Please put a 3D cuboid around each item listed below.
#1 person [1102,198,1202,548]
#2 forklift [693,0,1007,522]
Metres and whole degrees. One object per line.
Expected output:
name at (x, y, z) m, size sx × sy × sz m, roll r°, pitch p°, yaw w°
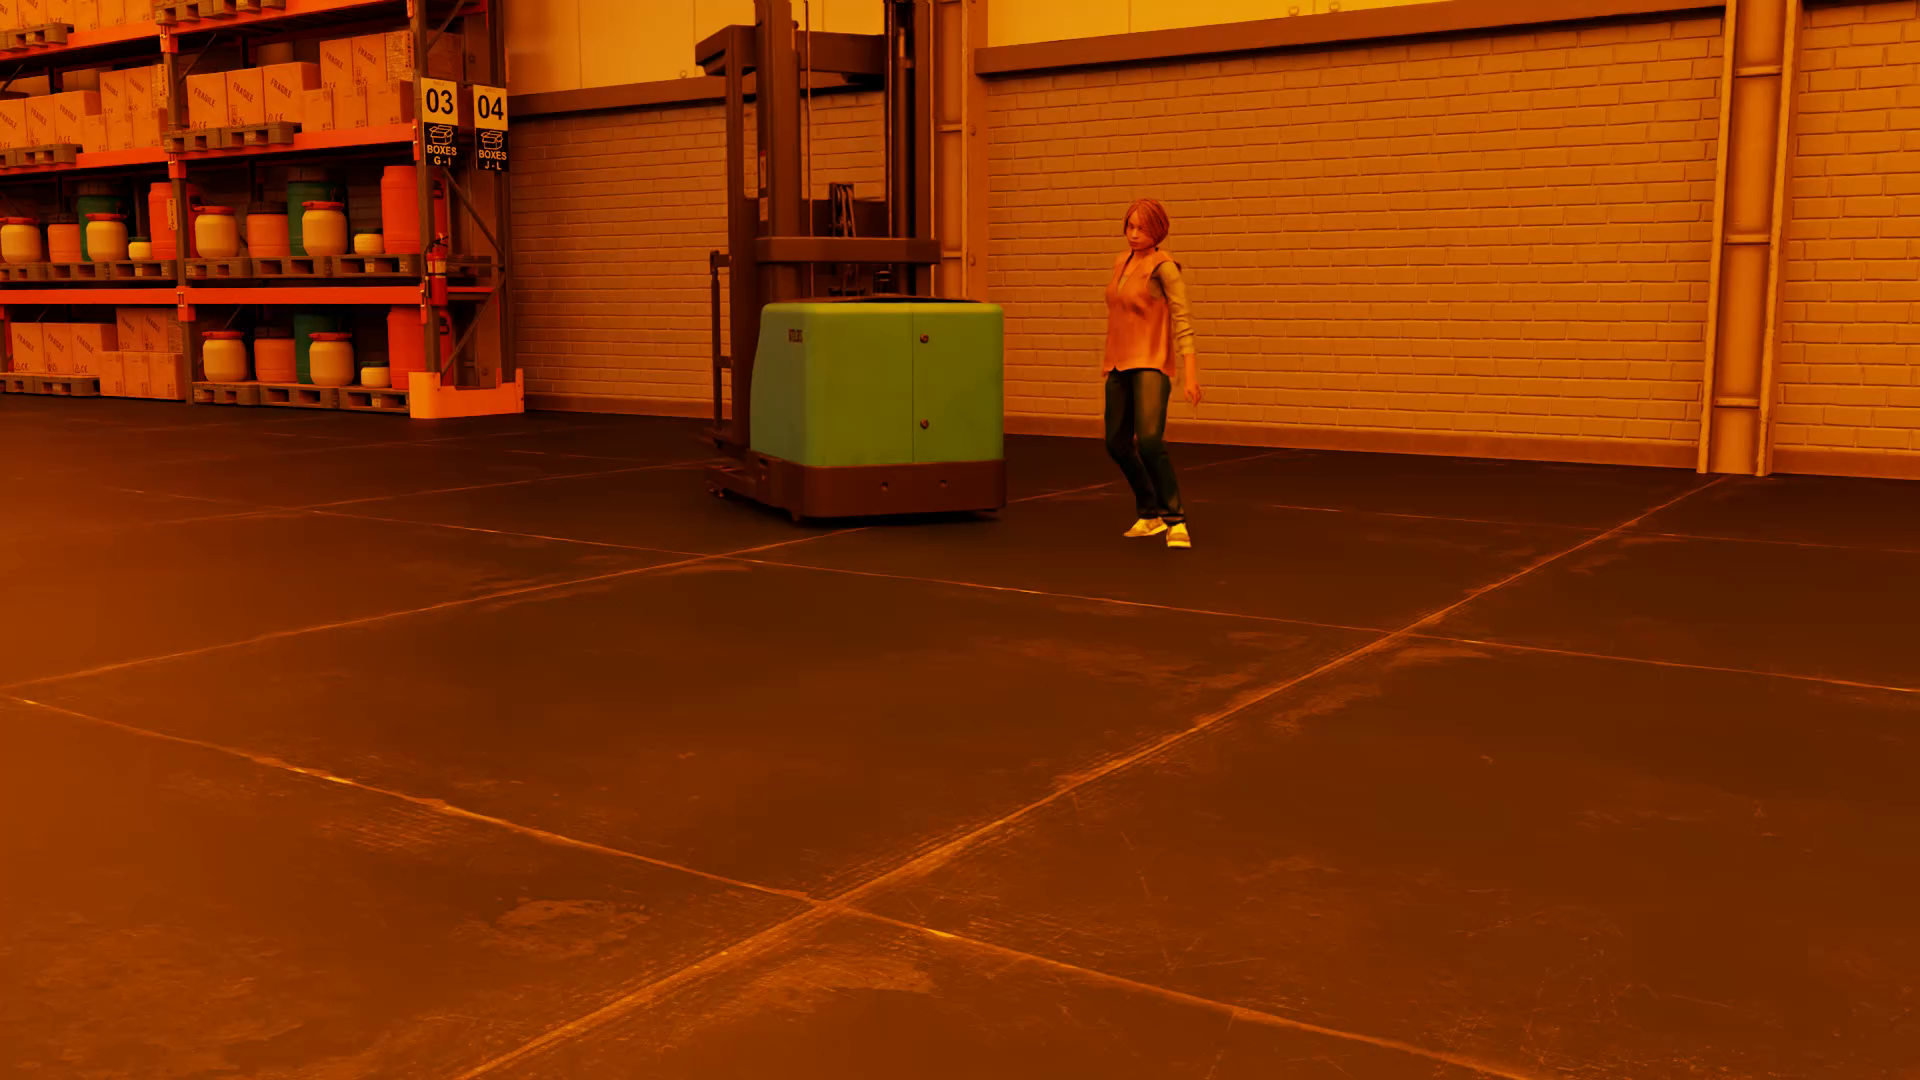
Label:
person at (0.863, -0.750, 7.564) m, size 0.420 × 1.571 × 0.745 m, roll -4°, pitch 9°, yaw -29°
forklift at (-0.806, -1.706, 9.187) m, size 1.130 × 2.935 × 3.031 m, roll -3°, pitch 9°, yaw -23°
